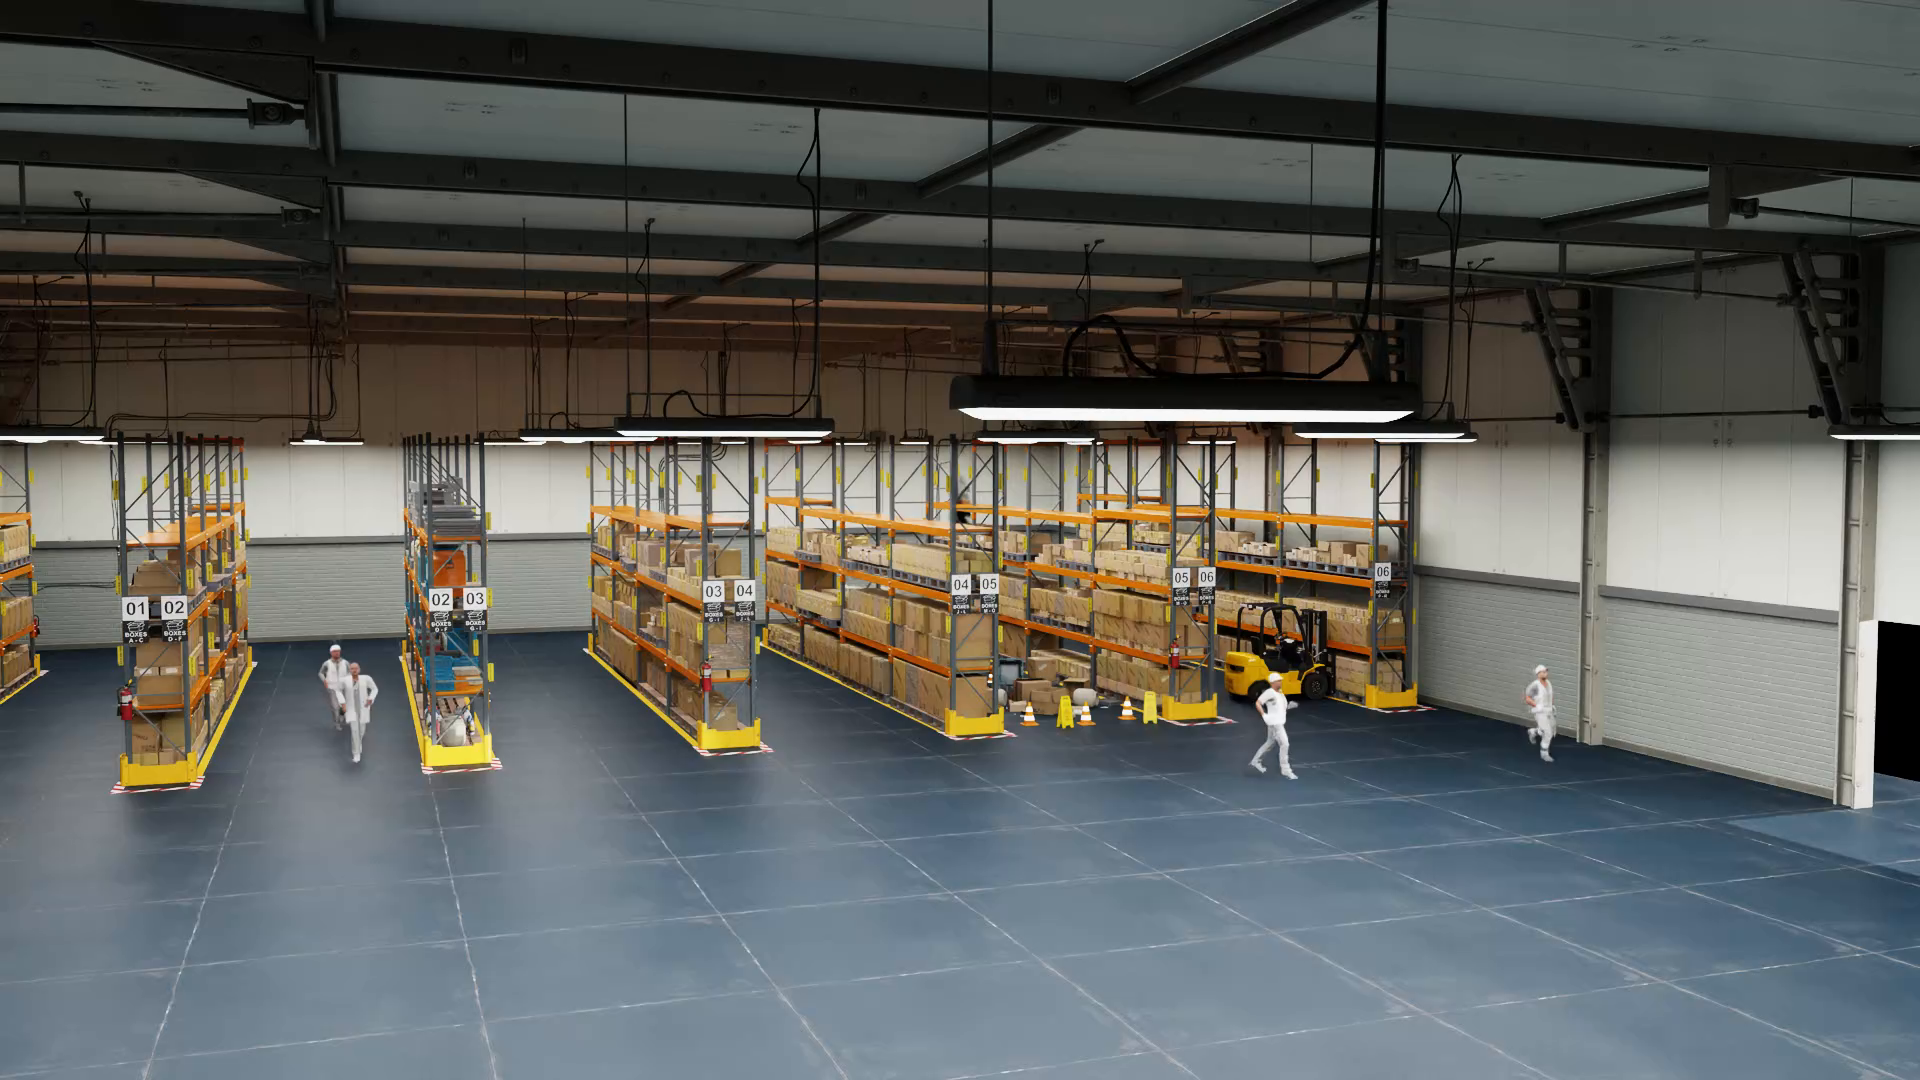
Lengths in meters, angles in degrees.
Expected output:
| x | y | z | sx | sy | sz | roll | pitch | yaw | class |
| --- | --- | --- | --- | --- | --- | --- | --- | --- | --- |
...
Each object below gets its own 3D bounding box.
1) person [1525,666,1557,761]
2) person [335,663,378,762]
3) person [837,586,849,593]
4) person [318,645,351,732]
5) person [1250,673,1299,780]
| x | y | z | sx | sy | sz | roll | pitch | yaw | class |
| --- | --- | --- | --- | --- | --- | --- | --- | --- | --- |
| 10.686 | 3.169 | 30.647 | 0.676 | 1.725 | 0.675 | -2 | 4 | -33 | person |
| -11.118 | 3.148 | 30.659 | 0.733 | 1.806 | 0.853 | -1 | 3 | -24 | person |
| -3.683 | 1.993 | 51.216 | 0.981 | 1.780 | 0.629 | -3 | 4 | -39 | person |
| -12.649 | 2.989 | 33.715 | 0.664 | 1.729 | 0.725 | -2 | 4 | -32 | person |
| 5.468 | 3.210 | 28.874 | 0.883 | 1.821 | 0.674 | 1 | 3 | 23 | person |
